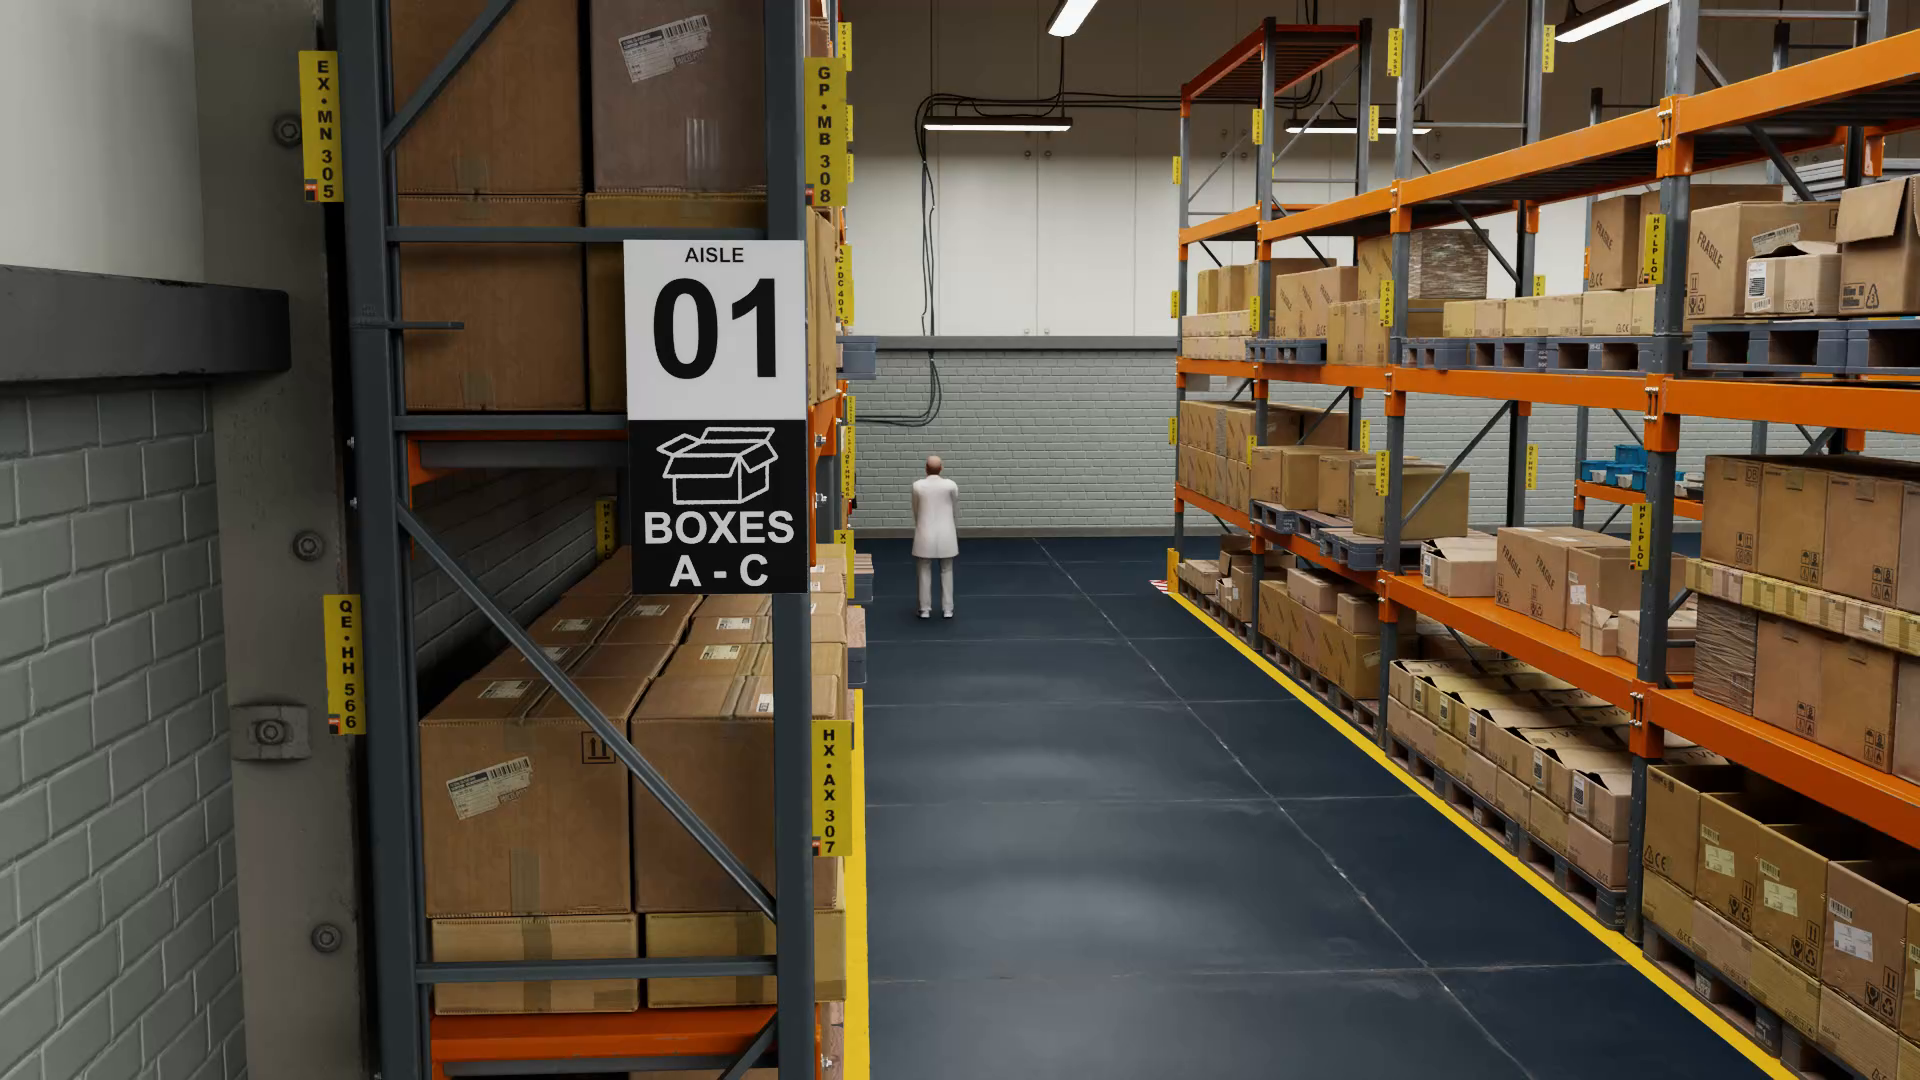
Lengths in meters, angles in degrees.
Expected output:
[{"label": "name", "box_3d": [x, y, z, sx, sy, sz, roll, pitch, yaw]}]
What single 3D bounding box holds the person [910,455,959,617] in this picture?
[{"label": "person", "box_3d": [-0.282, -0.052, 18.262, 0.527, 1.776, 0.545, 0, 7, -3]}]
